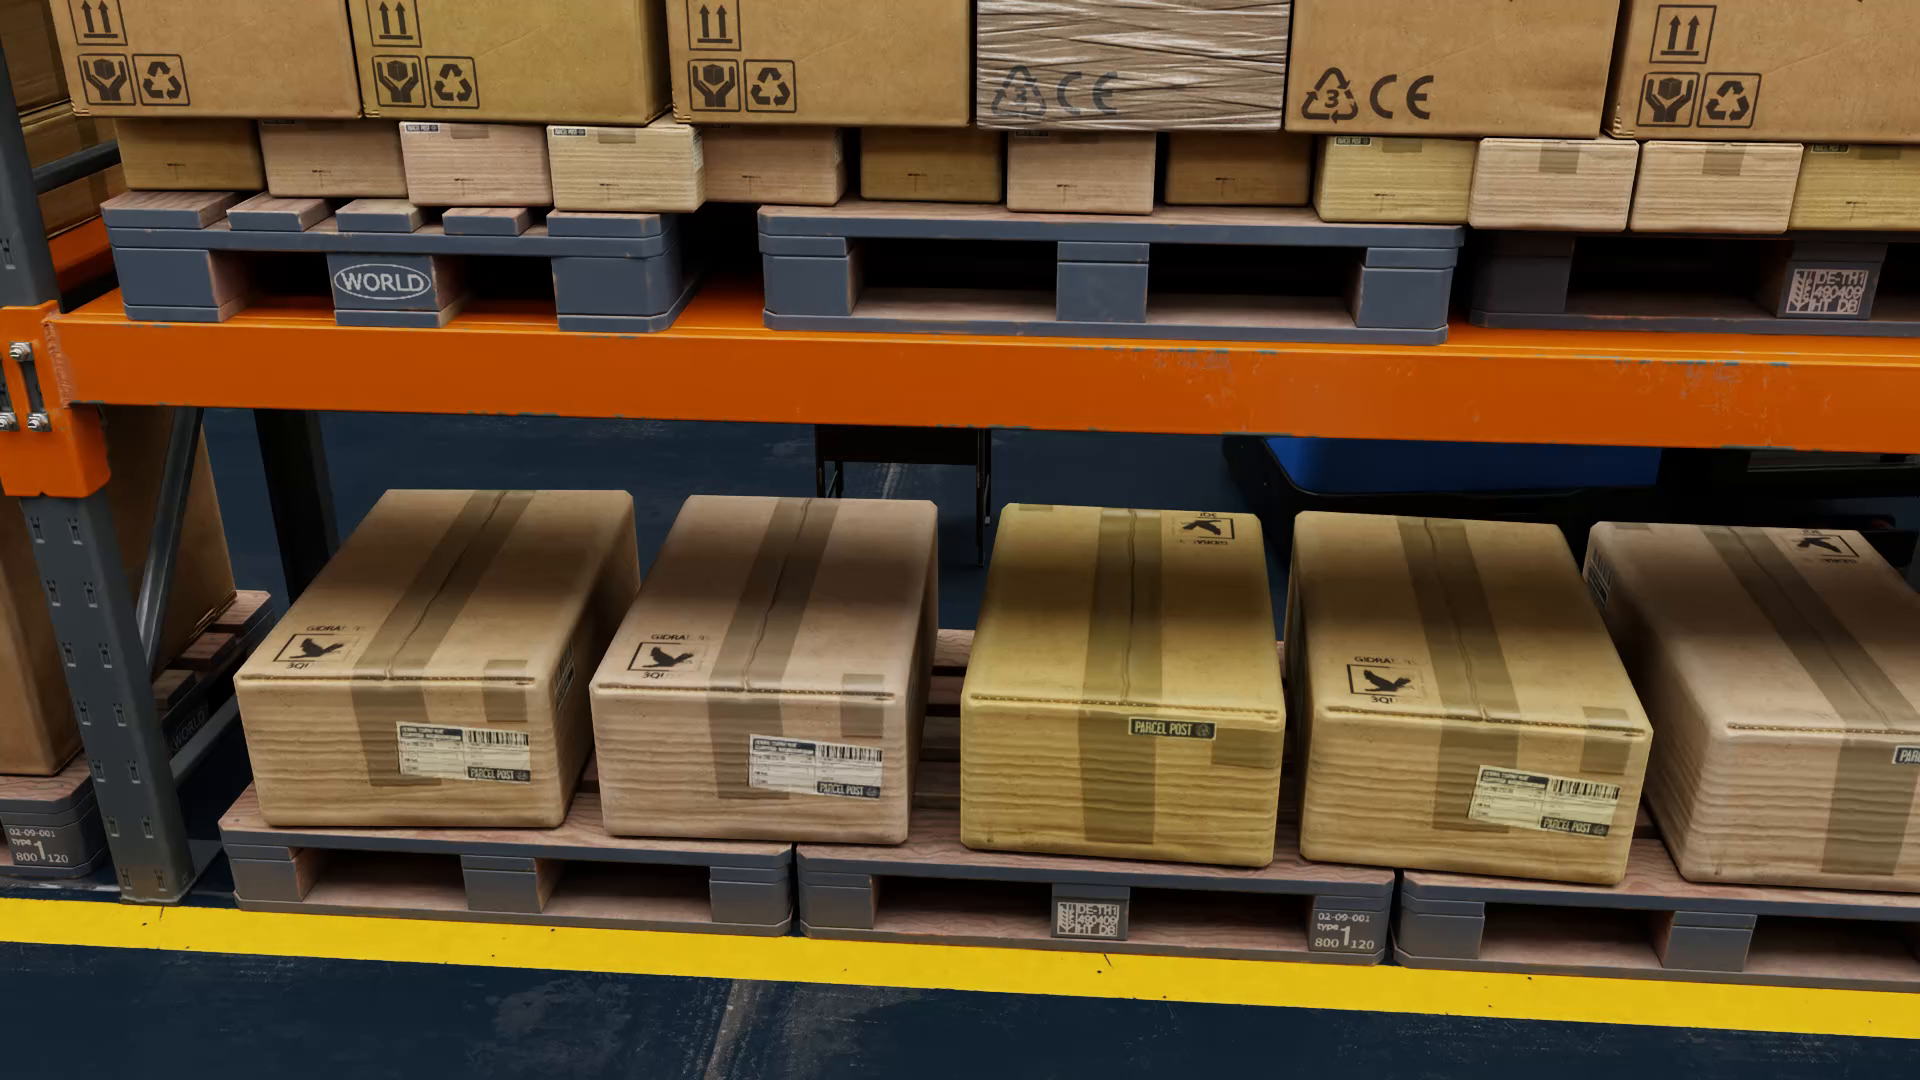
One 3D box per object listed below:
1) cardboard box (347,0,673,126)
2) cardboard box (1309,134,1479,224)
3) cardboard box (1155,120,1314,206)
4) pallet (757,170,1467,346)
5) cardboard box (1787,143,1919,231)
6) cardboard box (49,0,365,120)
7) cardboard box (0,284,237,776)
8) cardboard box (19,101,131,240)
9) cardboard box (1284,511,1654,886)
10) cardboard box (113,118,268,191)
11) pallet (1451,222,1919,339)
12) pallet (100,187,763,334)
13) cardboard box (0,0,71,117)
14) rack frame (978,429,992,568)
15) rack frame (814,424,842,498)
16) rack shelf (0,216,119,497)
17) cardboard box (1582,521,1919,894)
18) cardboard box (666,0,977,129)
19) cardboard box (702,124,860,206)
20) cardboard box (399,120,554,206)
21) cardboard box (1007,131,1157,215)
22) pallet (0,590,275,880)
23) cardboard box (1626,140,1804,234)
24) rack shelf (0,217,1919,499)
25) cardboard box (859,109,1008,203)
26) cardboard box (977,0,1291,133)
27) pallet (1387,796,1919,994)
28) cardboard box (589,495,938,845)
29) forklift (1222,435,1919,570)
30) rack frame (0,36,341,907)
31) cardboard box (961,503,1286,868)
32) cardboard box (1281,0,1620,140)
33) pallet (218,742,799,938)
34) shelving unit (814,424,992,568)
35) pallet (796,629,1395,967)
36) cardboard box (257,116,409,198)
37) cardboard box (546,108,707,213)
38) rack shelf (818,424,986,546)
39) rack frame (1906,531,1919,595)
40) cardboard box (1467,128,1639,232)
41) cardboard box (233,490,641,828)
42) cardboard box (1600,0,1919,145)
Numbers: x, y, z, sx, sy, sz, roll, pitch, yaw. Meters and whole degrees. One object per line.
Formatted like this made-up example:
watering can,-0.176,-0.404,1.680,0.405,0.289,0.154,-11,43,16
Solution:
cardboard box,-0.741,-1.036,2.935,0.500,0.500,0.500,3,25,7
cardboard box,0.746,-0.678,2.933,0.250,0.149,0.380,2,25,4
cardboard box,0.491,-0.729,3.045,0.250,0.149,0.380,1,25,2
pallet,0.285,-0.656,3.317,1.213,0.211,1.003,2,25,4
cardboard box,1.500,-0.655,2.884,0.250,0.149,0.380,1,25,2
cardboard box,-1.261,-1.050,2.965,0.500,0.500,0.500,1,25,3
cardboard box,-2.375,-0.072,3.857,0.875,0.875,0.875,2,25,4
cardboard box,-2.161,-0.842,3.670,0.500,0.250,0.500,1,25,3
cardboard box,1.056,0.304,3.641,0.625,0.372,0.950,3,25,7
cardboard box,-1.382,-0.778,3.151,0.250,0.149,0.380,0,25,1
pallet,1.545,-0.659,3.324,1.213,0.211,1.003,2,25,4
pallet,-0.974,-0.724,3.464,1.003,0.211,1.213,2,25,4
cardboard box,-2.179,-1.067,3.563,0.500,0.250,0.500,2,25,4
rack frame,0.078,-0.951,4.806,0.015,2.100,0.400,2,25,4
rack frame,-0.408,-0.967,4.840,0.015,2.100,0.400,2,25,4
rack shelf,-3.686,-0.527,3.666,4.000,0.370,1.077,2,25,4
cardboard box,1.773,0.326,3.595,0.625,0.372,0.950,2,25,5
cardboard box,-0.211,-1.022,2.904,0.500,0.500,0.500,2,25,5
cardboard box,-0.315,-0.734,3.056,0.250,0.149,0.380,3,25,7
cardboard box,-0.834,-0.727,3.040,0.250,0.149,0.380,0,25,1
cardboard box,0.225,-0.706,2.994,0.250,0.149,0.380,3,25,6
pallet,-2.473,0.421,4.083,1.213,0.211,1.003,2,25,4
cardboard box,1.240,-0.648,2.869,0.250,0.149,0.380,1,25,3
rack shelf,0.302,-0.399,3.388,4.000,0.370,1.077,2,25,4
cardboard box,-0.030,-0.742,3.072,0.250,0.149,0.380,3,25,6
cardboard box,0.287,-1.003,2.863,0.500,0.500,0.500,1,25,2
pallet,1.520,0.581,3.735,1.213,0.211,1.003,2,25,4
cardboard box,-0.393,0.256,3.746,0.625,0.372,0.950,1,25,3
forklift,2.445,-1.436,4.863,3.031,2.935,1.130,-2,25,-4
rack frame,-1.692,-0.789,3.377,0.127,3.000,1.000,2,25,4
cardboard box,0.362,0.283,3.688,0.625,0.372,0.950,3,25,6
cardboard box,0.809,-0.986,2.827,0.500,0.500,0.500,3,25,6
pallet,-0.913,0.503,3.904,1.213,0.211,1.003,2,25,4
shelving unit,-0.165,-0.959,4.823,0.503,2.100,0.431,2,25,4
pallet,0.300,0.543,3.817,1.213,0.211,1.003,2,25,4
cardboard box,-1.103,-0.755,3.101,0.250,0.149,0.380,0,25,1
cardboard box,-0.561,-0.710,3.002,0.250,0.149,0.380,2,25,4
rack shelf,-0.165,-0.311,5.121,0.480,0.518,0.431,2,25,4
rack frame,2.296,-0.661,3.099,0.127,3.000,1.000,2,25,4
cardboard box,0.986,-0.655,2.884,0.250,0.149,0.380,2,25,4
cardboard box,-1.130,0.236,3.790,0.625,0.372,0.950,0,25,0
cardboard box,1.323,-0.967,2.786,0.500,0.500,0.500,2,25,4
